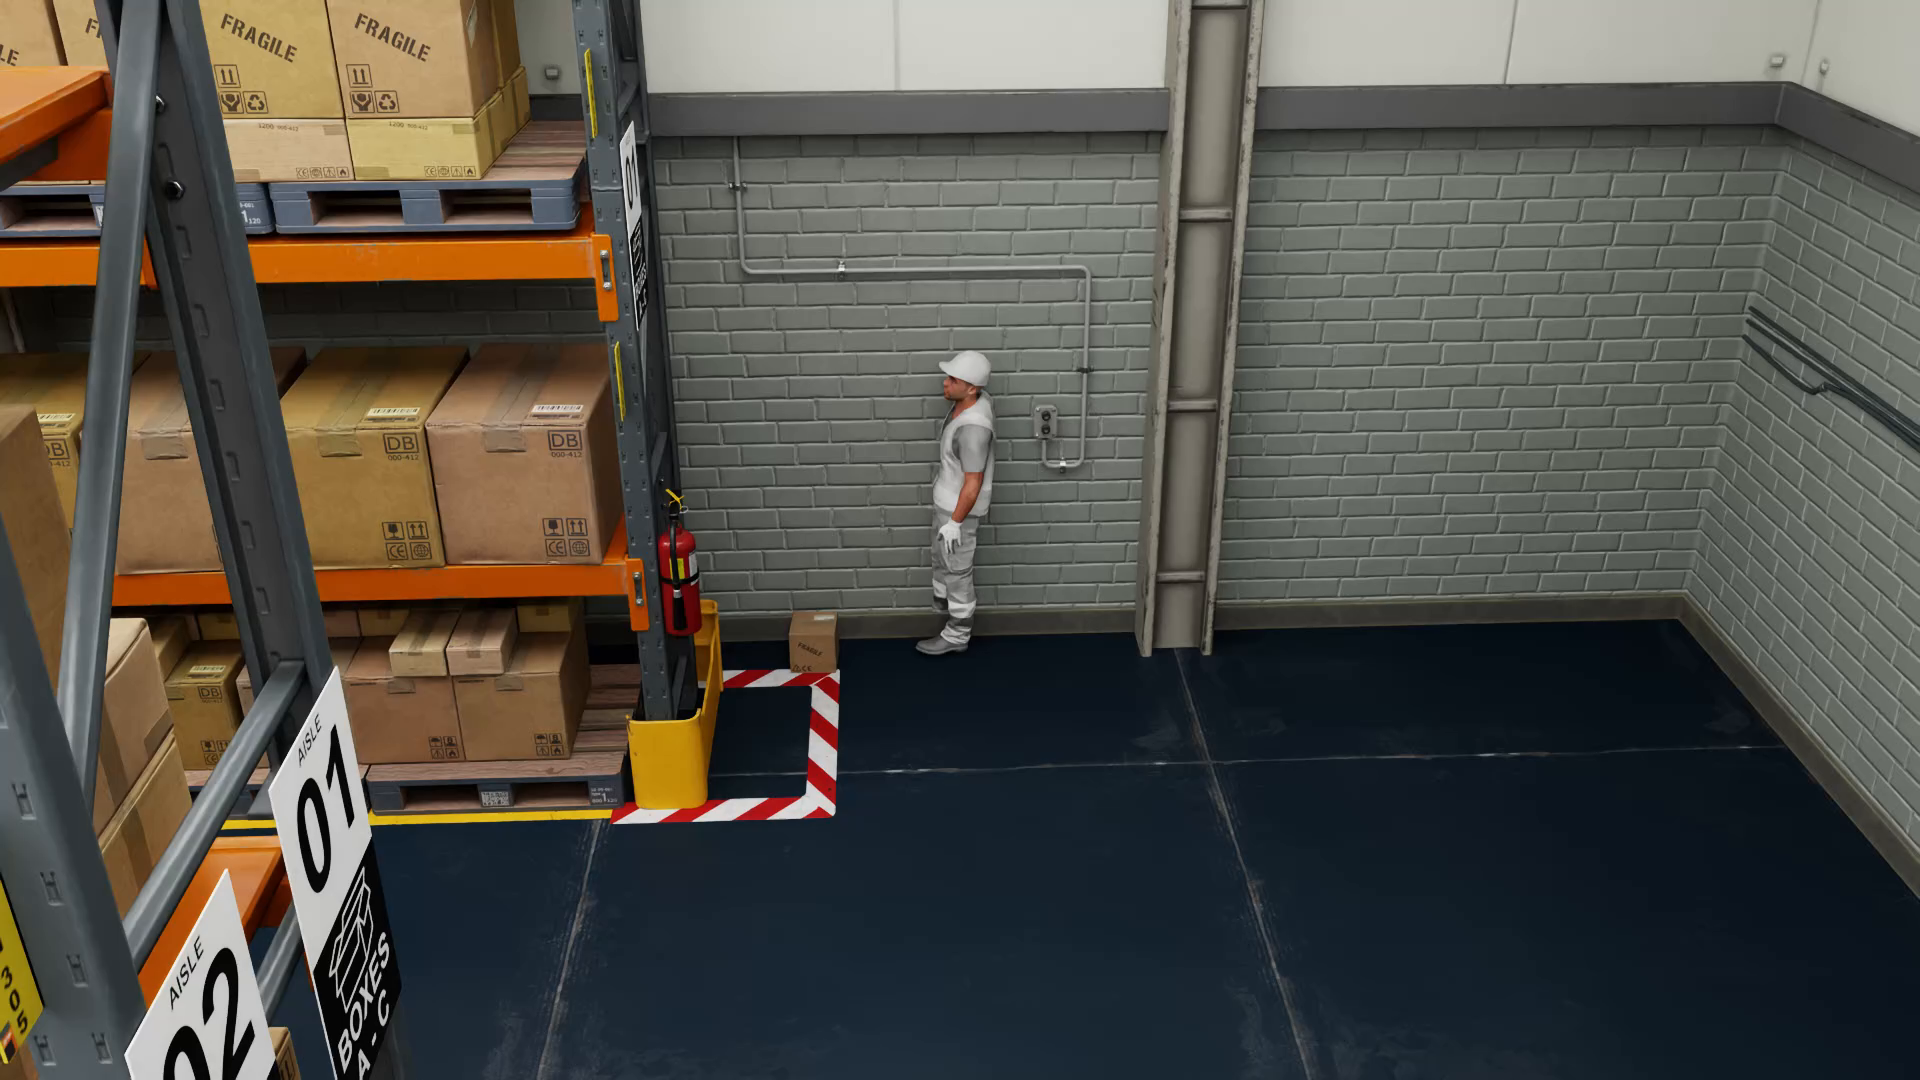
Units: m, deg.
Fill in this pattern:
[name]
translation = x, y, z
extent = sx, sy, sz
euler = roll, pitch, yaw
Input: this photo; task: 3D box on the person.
[person]
translation = -0.087, -0.192, 8.943
extent = 0.563, 1.789, 0.637
euler = -1, 27, -2
